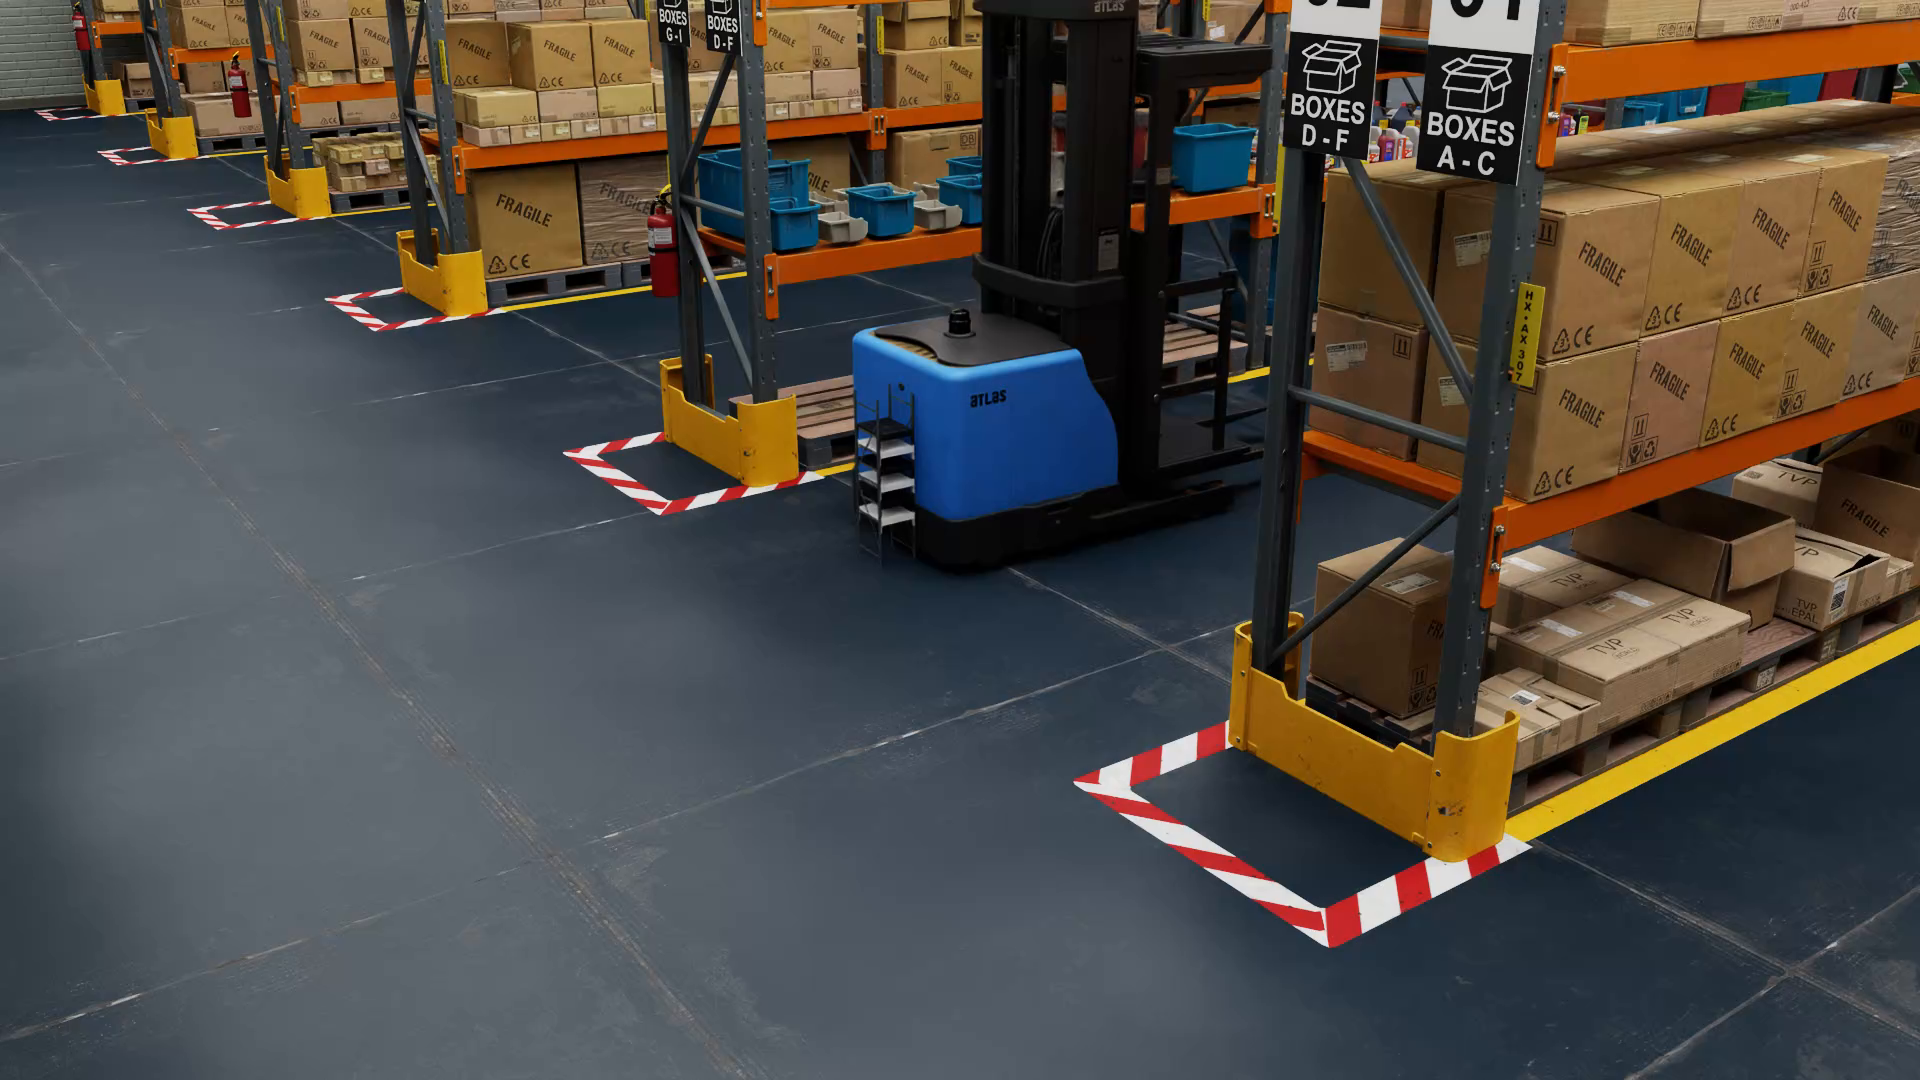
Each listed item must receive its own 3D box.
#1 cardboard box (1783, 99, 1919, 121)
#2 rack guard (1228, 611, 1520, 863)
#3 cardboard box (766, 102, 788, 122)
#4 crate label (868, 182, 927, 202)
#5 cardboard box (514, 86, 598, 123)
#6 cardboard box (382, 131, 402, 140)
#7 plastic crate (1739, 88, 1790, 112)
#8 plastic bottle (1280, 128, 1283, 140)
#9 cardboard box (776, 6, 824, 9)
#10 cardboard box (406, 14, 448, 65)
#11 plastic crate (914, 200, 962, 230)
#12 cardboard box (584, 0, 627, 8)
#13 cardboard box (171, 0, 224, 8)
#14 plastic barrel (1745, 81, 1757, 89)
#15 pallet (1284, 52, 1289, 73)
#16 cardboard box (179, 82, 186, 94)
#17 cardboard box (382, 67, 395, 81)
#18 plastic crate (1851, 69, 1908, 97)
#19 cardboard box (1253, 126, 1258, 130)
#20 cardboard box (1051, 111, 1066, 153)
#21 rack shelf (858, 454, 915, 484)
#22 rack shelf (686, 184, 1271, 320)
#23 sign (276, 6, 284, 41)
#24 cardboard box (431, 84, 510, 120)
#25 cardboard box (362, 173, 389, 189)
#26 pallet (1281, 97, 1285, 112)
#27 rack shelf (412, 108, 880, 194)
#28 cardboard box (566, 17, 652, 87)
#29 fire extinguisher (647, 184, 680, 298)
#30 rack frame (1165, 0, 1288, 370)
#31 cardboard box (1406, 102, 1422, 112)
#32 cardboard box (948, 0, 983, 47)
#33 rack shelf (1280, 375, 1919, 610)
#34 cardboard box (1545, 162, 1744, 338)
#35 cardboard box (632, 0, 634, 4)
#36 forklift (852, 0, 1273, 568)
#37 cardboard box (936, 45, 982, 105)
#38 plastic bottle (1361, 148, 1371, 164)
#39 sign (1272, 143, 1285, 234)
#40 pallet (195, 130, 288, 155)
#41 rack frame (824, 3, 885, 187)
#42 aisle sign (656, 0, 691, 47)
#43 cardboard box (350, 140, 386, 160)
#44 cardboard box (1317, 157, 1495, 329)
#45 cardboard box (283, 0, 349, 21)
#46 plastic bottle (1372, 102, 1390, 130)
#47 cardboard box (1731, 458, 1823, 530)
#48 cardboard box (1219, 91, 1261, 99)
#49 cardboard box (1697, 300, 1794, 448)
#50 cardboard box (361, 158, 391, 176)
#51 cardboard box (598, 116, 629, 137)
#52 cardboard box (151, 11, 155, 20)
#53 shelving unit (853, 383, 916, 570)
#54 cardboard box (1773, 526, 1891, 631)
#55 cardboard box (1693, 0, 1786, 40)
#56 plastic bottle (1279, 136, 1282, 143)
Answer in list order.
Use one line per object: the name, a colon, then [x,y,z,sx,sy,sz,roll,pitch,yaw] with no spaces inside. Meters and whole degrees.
cardboard box: [4.194,-1.778,7.820,0.500,0.500,0.500,-14,26,-31]
rack guard: [1.556,0.726,6.402,0.348,0.500,1.175,-15,26,-33]
cardboard box: [-1.724,-3.817,14.753,0.250,0.149,0.380,-14,26,-32]
crate label: [-0.384,-2.172,10.566,0.243,0.136,0.396,-15,26,-33]
cardboard box: [-3.323,-3.605,13.684,0.500,0.250,0.500,-15,26,-33]
cardboard box: [-6.201,-4.420,18.403,0.250,0.149,0.380,-16,27,-35]
plastic crate: [7.096,-3.946,15.025,0.662,0.188,0.450,-15,26,-33]
plastic bottle: [2.490,-3.006,12.449,0.185,0.351,0.144,-15,26,-33]
cardboard box: [-1.580,-4.655,15.304,0.500,0.500,0.500,-15,26,-33]
cardboard box: [-5.753,-5.338,17.690,0.500,0.500,0.500,-15,26,-32]
plastic crate: [-0.144,-1.960,10.037,0.298,0.136,0.250,-15,26,-33]
cardboard box: [-4.080,-6.245,18.614,0.500,0.500,0.500,-16,27,-35]
cardboard box: [-9.520,-6.910,20.681,0.500,0.500,0.500,-16,27,-34]
plastic barrel: [7.440,-4.429,15.764,0.433,0.535,0.433,0,22,0]
pallet: [3.788,-5.483,18.848,1.213,0.211,1.003,-15,26,-33]
cardboard box: [-12.059,-6.928,25.492,0.250,0.149,0.380,-16,27,-35]
cardboard box: [-6.086,-4.975,17.656,0.250,0.149,0.380,-14,25,-30]
plastic crate: [8.844,-4.553,16.342,0.504,0.338,0.767,-15,26,-33]
cardboard box: [3.180,-4.449,18.778,0.500,0.500,0.700,-18,28,-37]
cardboard box: [0.905,-4.005,17.187,0.875,0.875,1.225,-15,26,-33]
rack shelf: [-0.383,-0.376,8.472,0.200,0.077,0.258,-14,26,-31]
rack shelf: [0.228,-2.008,10.852,4.000,0.370,1.077,-15,26,-33]
sign: [-6.786,-5.152,16.593,0.005,0.325,0.100,-15,26,-33]
cardboard box: [-4.050,-3.653,13.804,0.500,0.250,0.500,-15,26,-34]
cardboard box: [-6.326,-3.883,17.859,0.250,0.149,0.380,-15,26,-33]
pallet: [4.292,-6.622,25.207,1.213,0.211,1.003,-15,26,-33]
rack shelf: [-2.665,-3.498,14.586,4.000,0.370,1.077,-15,26,-33]
cardboard box: [-2.918,-4.061,13.815,0.500,0.500,0.500,-16,27,-34]
fire extinguisher: [-1.784,-1.804,9.978,0.183,0.674,0.296,-15,26,-33]
rack frame: [1.851,-2.775,11.803,0.127,3.000,1.000,-15,26,-33]
cardboard box: [5.800,-5.105,20.449,0.500,0.500,0.500,-16,27,-34]
cardboard box: [0.036,-5.063,16.049,0.637,0.503,0.797,-15,26,-32]
rack shelf: [3.117,-0.517,7.115,4.000,0.370,1.077,-15,26,-33]
cardboard box: [2.428,-1.061,6.025,0.500,0.500,0.500,-15,26,-32]
cardboard box: [-4.645,-7.865,24.086,0.500,0.250,0.500,-16,27,-34]
forklift: [0.928,-1.623,9.008,3.031,2.935,1.130,-14,26,-31]
cardboard box: [-0.115,-4.445,15.854,0.500,0.500,0.500,-15,26,-33]
plastic bottle: [2.935,-2.785,12.098,0.097,0.201,0.097,0,22,0]
sign: [1.186,-1.274,6.053,0.005,0.325,0.100,-15,26,-33]
pallet: [-9.473,-5.282,21.849,1.213,0.211,1.003,-15,26,-33]
rack frame: [-1.042,-4.265,15.538,0.127,3.000,1.000,-15,26,-33]
aisle sign: [-1.625,-3.189,9.334,0.004,0.787,0.394,-15,26,-33]
cardboard box: [-6.326,-4.168,17.771,0.250,0.149,0.380,-14,26,-32]
cardboard box: [1.695,-1.108,6.142,0.500,0.500,0.500,-15,26,-33]
cardboard box: [-6.584,-5.580,16.947,0.500,0.500,0.500,-15,26,-33]
plastic bottle: [3.300,-3.288,13.155,0.185,0.351,0.144,-15,26,-33]
cardboard box: [4.274,-0.214,8.419,0.500,0.311,0.500,-15,26,-33]
cardboard box: [3.919,-7.030,24.768,0.875,0.875,0.875,-15,26,-32]
cardboard box: [2.833,-0.702,6.475,0.500,0.500,0.500,-15,26,-33]
cardboard box: [-6.273,-4.001,17.754,0.250,0.149,0.380,-15,26,-33]
cardboard box: [-2.975,-3.483,13.917,0.250,0.149,0.380,-16,27,-34]
cardboard box: [-12.179,-7.881,24.939,0.250,0.149,0.380,-15,26,-34]
shelving unit: [-0.383,-0.323,8.493,0.210,0.900,0.258,-14,26,-31]
cardboard box: [3.835,0.131,7.554,0.500,0.311,0.500,-15,26,-33]
cardboard box: [2.473,-1.881,5.718,0.500,0.250,0.500,-15,26,-33]
plastic bottle: [2.367,-2.911,12.412,0.097,0.201,0.097,0,22,0]
